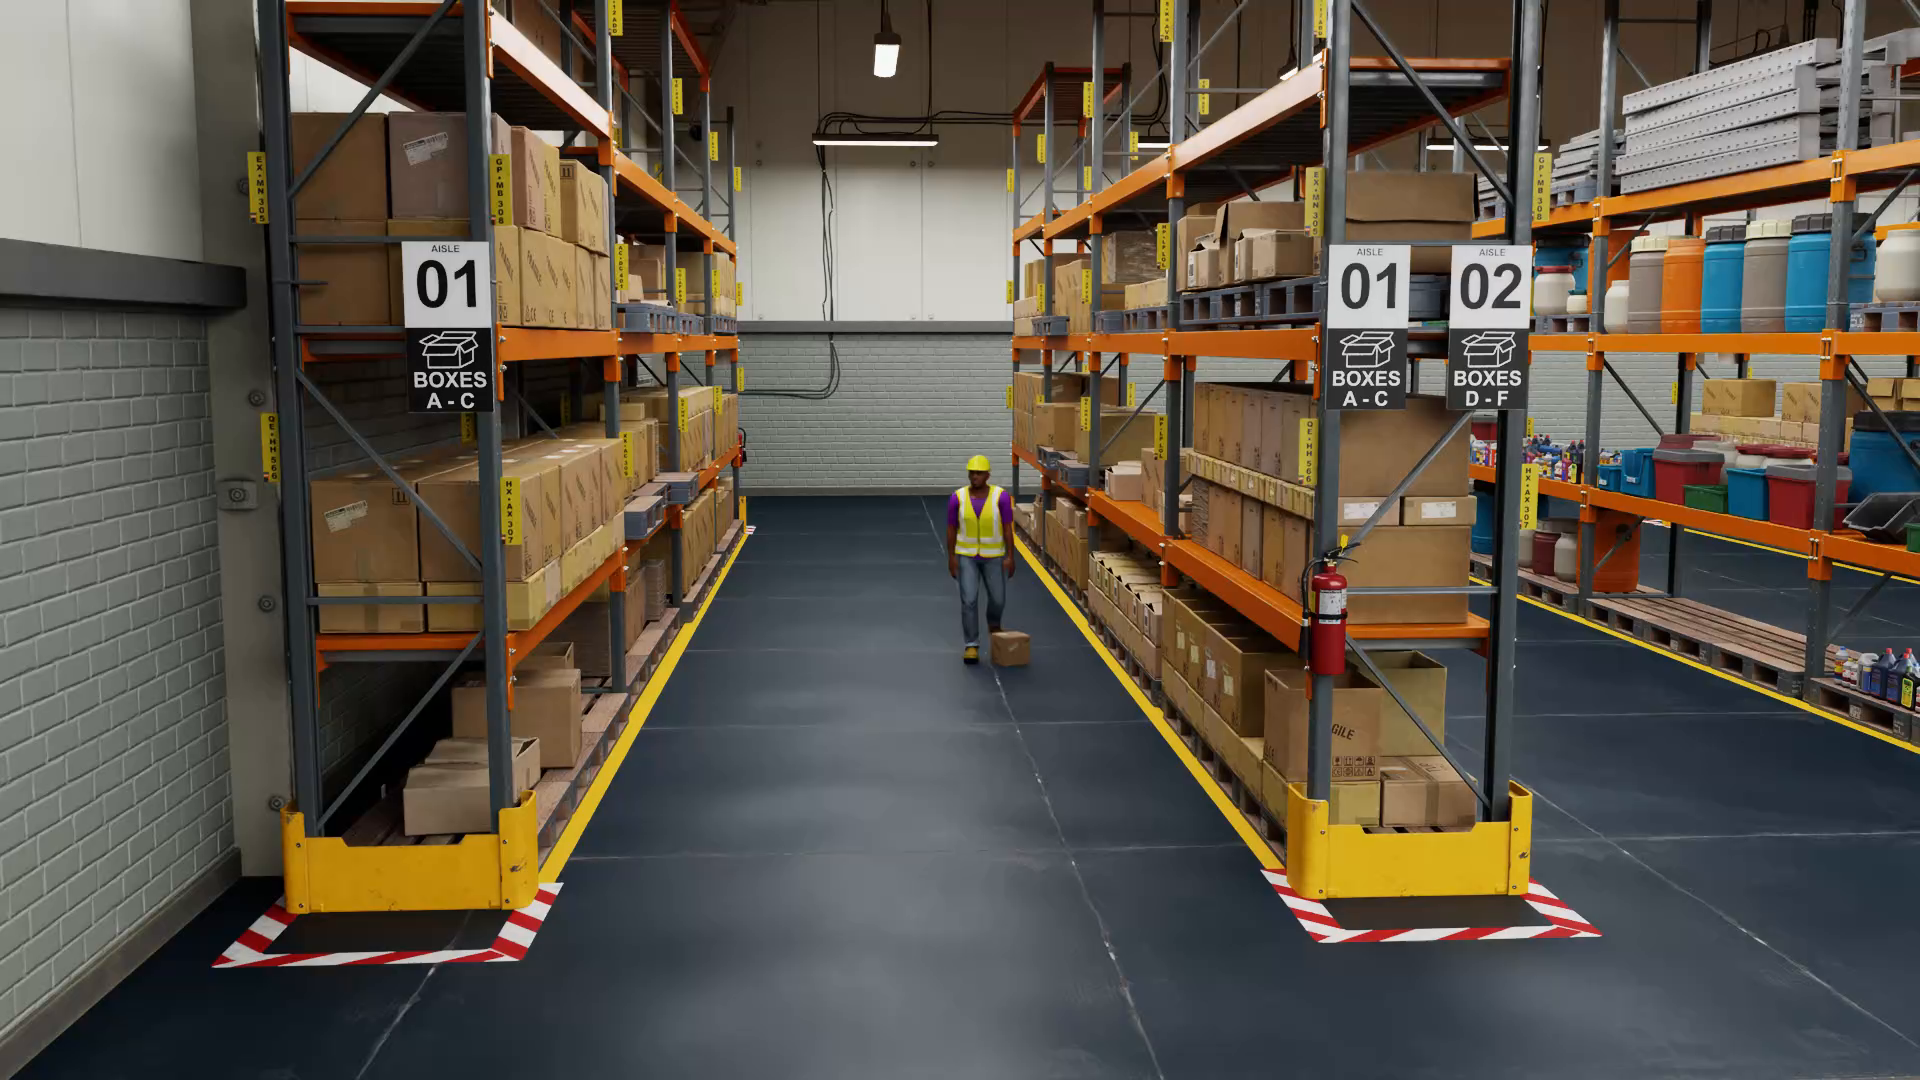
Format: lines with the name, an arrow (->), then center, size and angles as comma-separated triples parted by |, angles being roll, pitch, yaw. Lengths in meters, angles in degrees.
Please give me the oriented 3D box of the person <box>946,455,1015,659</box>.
person -> 0.183, 0.135, 14.355 | 0.597, 1.752, 0.615 | 0, 7, 4
